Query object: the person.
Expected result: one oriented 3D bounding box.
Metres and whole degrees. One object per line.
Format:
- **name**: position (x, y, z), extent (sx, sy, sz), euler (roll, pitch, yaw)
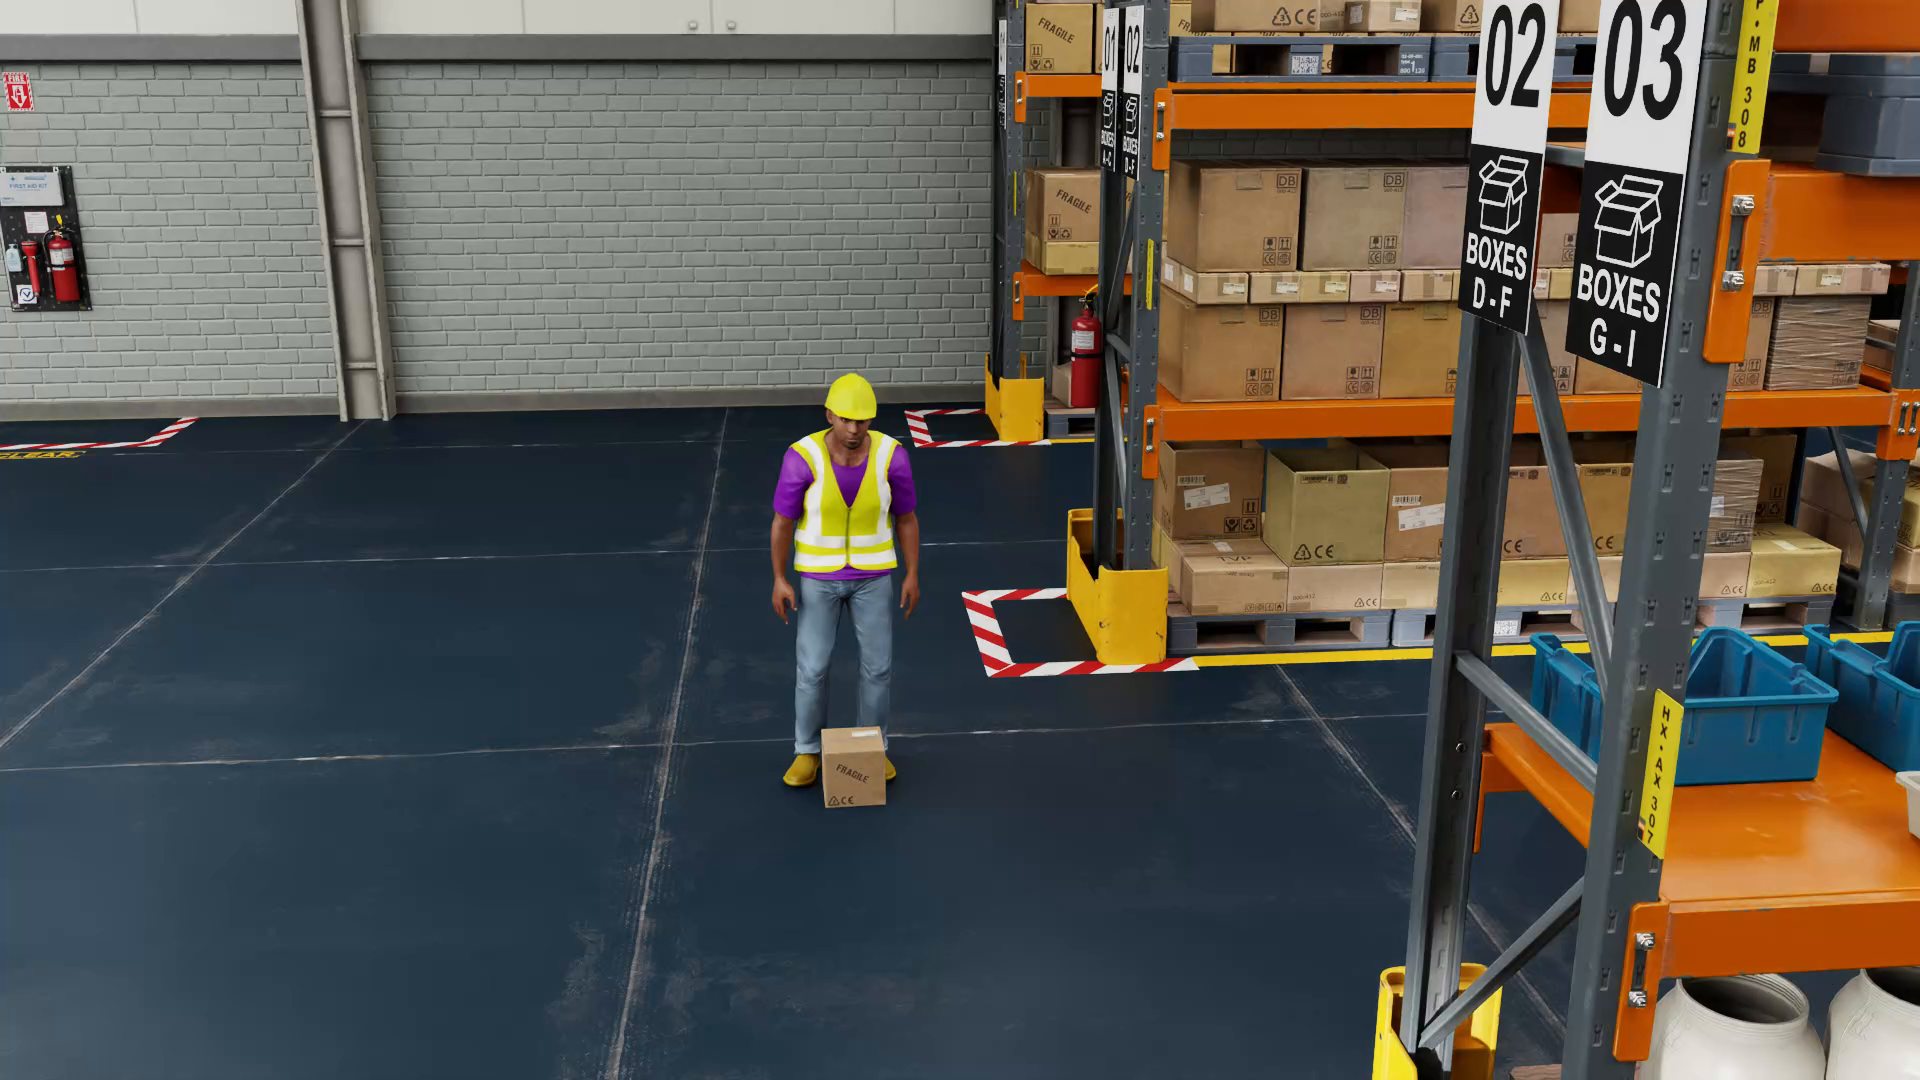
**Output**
- **person**: position (-0.475, 0.162, 6.968), extent (0.629, 1.759, 0.460), euler (-3, 17, -9)
